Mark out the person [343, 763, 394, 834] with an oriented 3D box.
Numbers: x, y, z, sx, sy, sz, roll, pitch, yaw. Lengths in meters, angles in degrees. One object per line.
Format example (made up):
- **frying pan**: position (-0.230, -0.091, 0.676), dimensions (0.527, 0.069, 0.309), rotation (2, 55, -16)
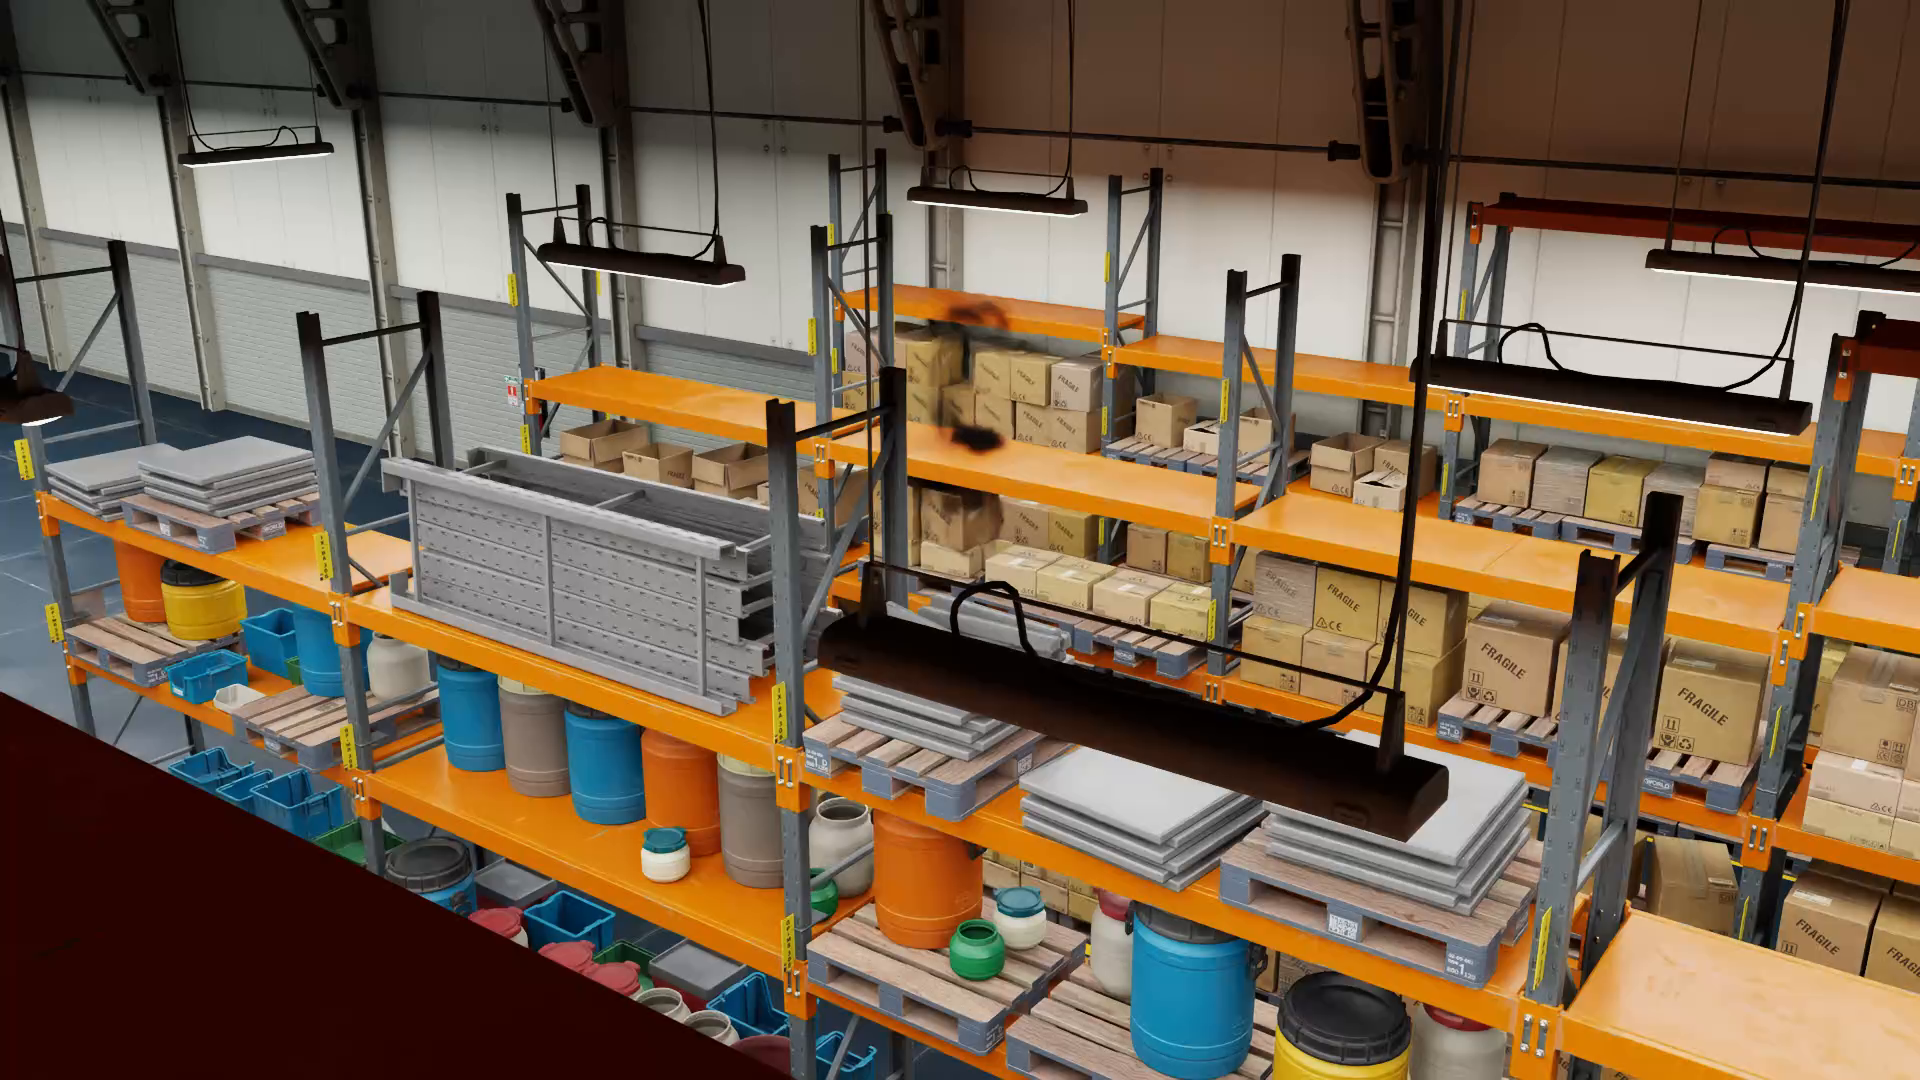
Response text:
- **person**: position (-5.604, 2.328, 15.544), dimensions (0.853, 1.674, 0.552), rotation (12, 22, 32)
